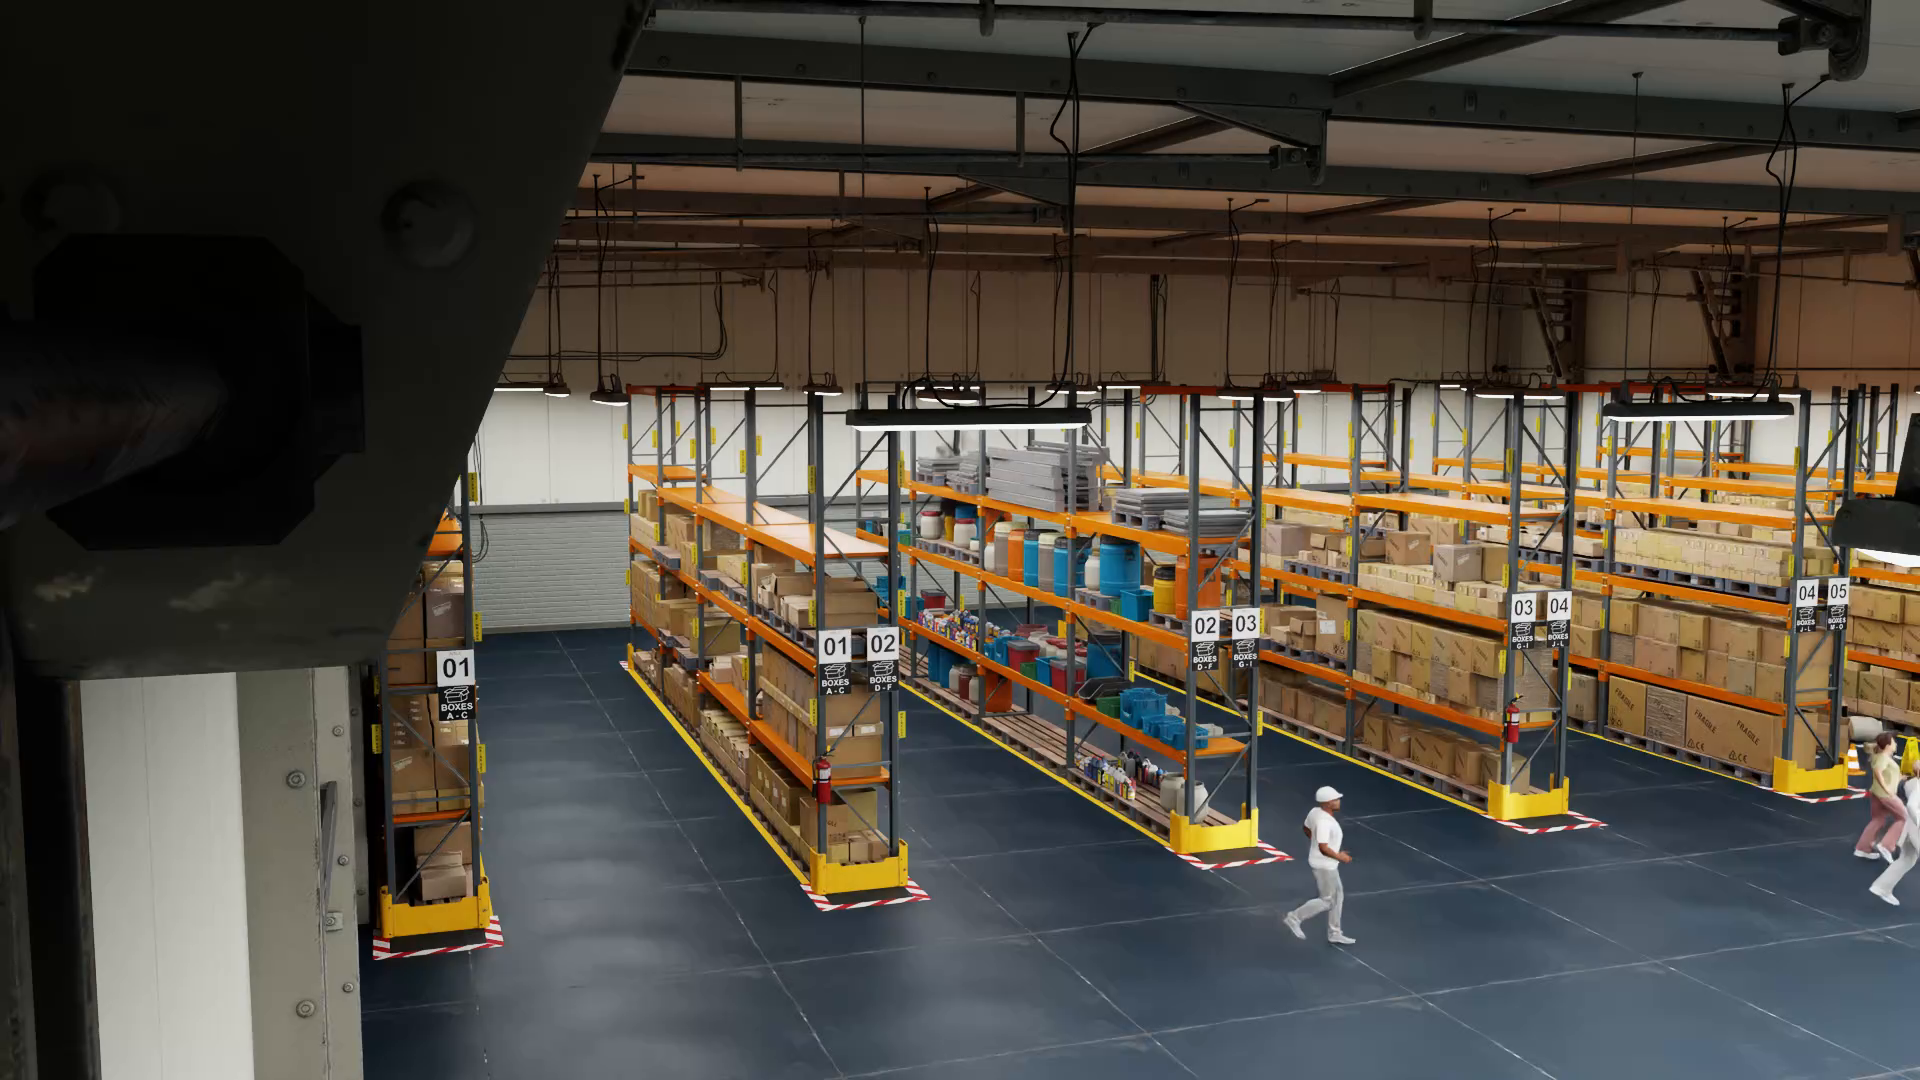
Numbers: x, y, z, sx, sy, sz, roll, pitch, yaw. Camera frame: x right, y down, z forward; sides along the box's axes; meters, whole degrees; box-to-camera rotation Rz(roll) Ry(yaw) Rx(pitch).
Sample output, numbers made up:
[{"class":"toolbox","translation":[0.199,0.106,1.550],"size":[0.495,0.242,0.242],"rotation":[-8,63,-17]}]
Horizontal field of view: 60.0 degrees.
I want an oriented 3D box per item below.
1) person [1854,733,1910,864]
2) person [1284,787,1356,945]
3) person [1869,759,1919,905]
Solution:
[{"class":"person","translation":[11.860,3.306,21.332],"size":[0.667,1.673,0.554],"rotation":[1,6,6]},{"class":"person","translation":[3.989,3.577,18.287],"size":[0.761,1.766,0.726],"rotation":[1,6,6]},{"class":"person","translation":[11.140,3.457,19.302],"size":[0.990,1.761,0.687],"rotation":[1,6,6]}]
